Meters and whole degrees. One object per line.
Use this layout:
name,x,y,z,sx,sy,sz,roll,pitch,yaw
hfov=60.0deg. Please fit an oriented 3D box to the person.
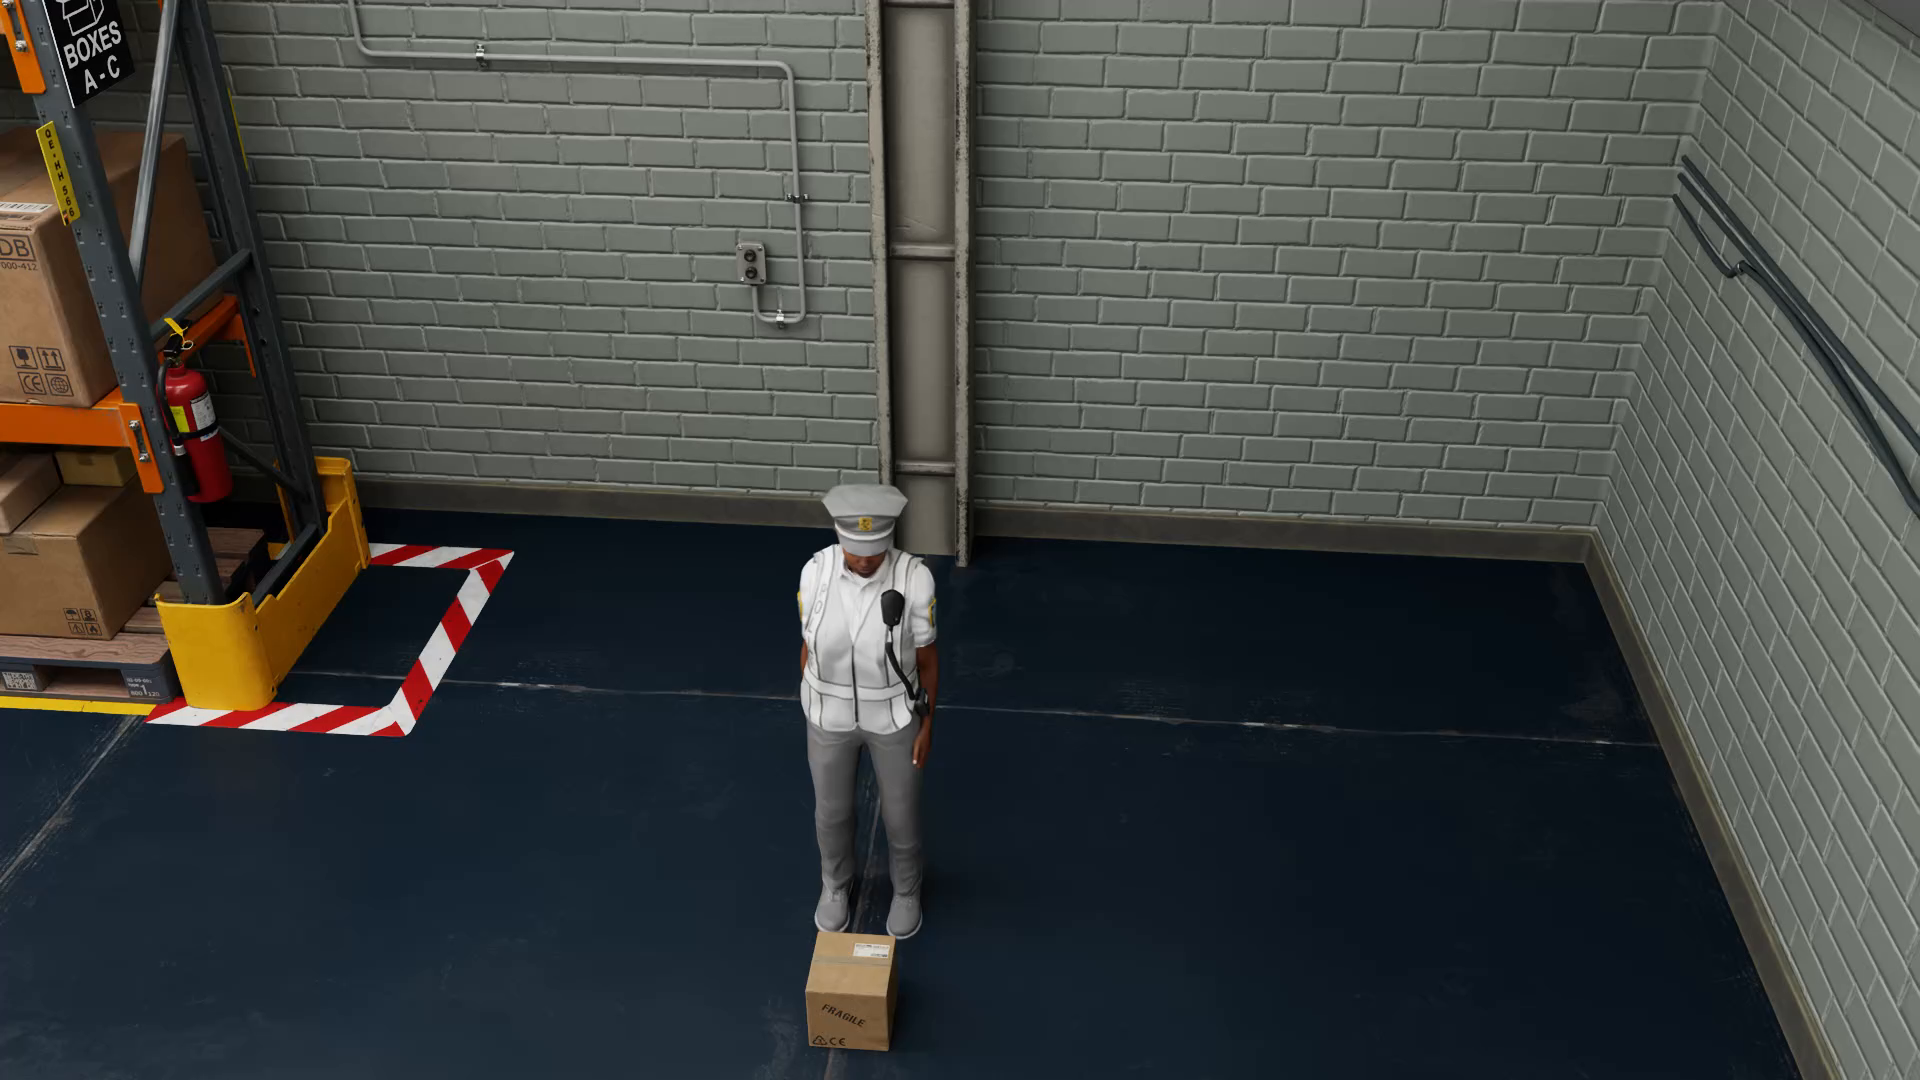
person,-0.282,0.567,5.247,0.438,1.662,0.341,3,32,5
